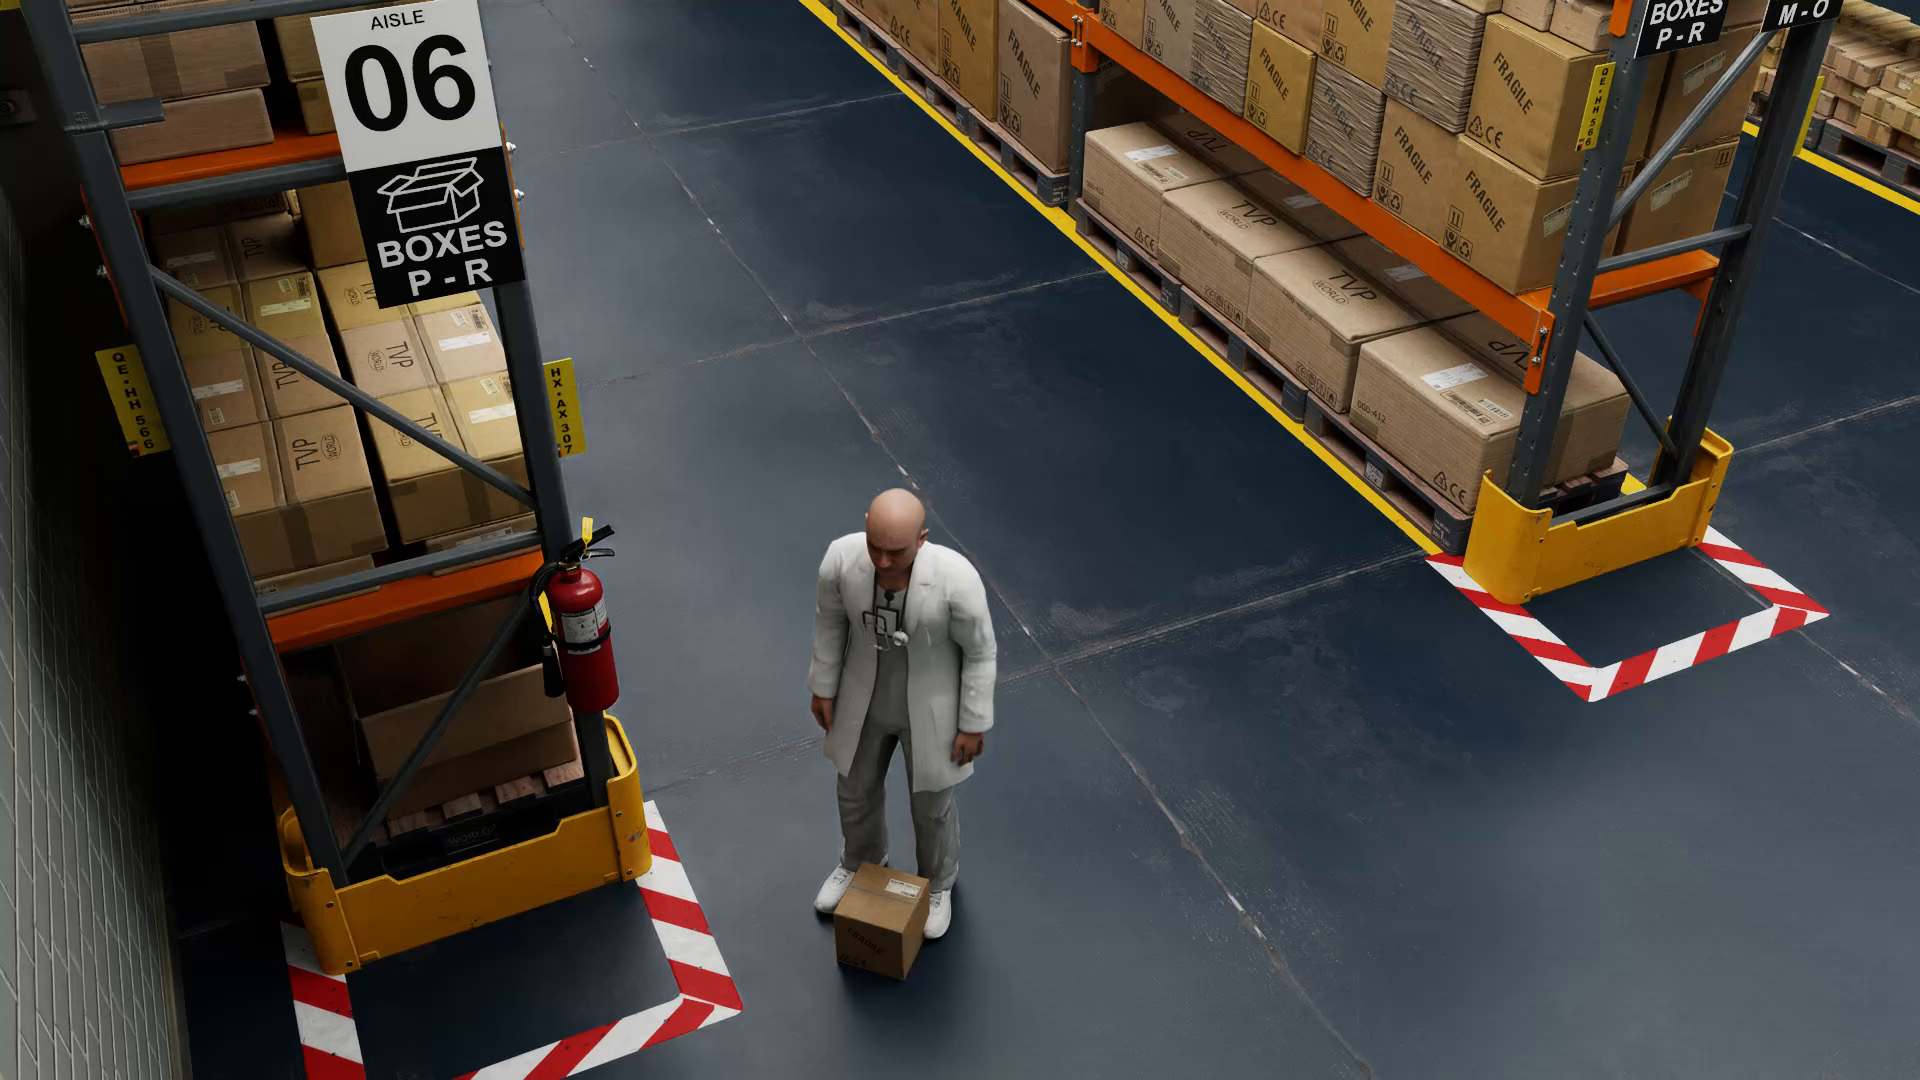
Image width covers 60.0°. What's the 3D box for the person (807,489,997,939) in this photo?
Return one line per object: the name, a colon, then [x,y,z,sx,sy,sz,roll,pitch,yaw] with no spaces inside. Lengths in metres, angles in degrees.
person: [-0.198,0.548,5.430,0.642,1.773,0.427,12,38,15]
